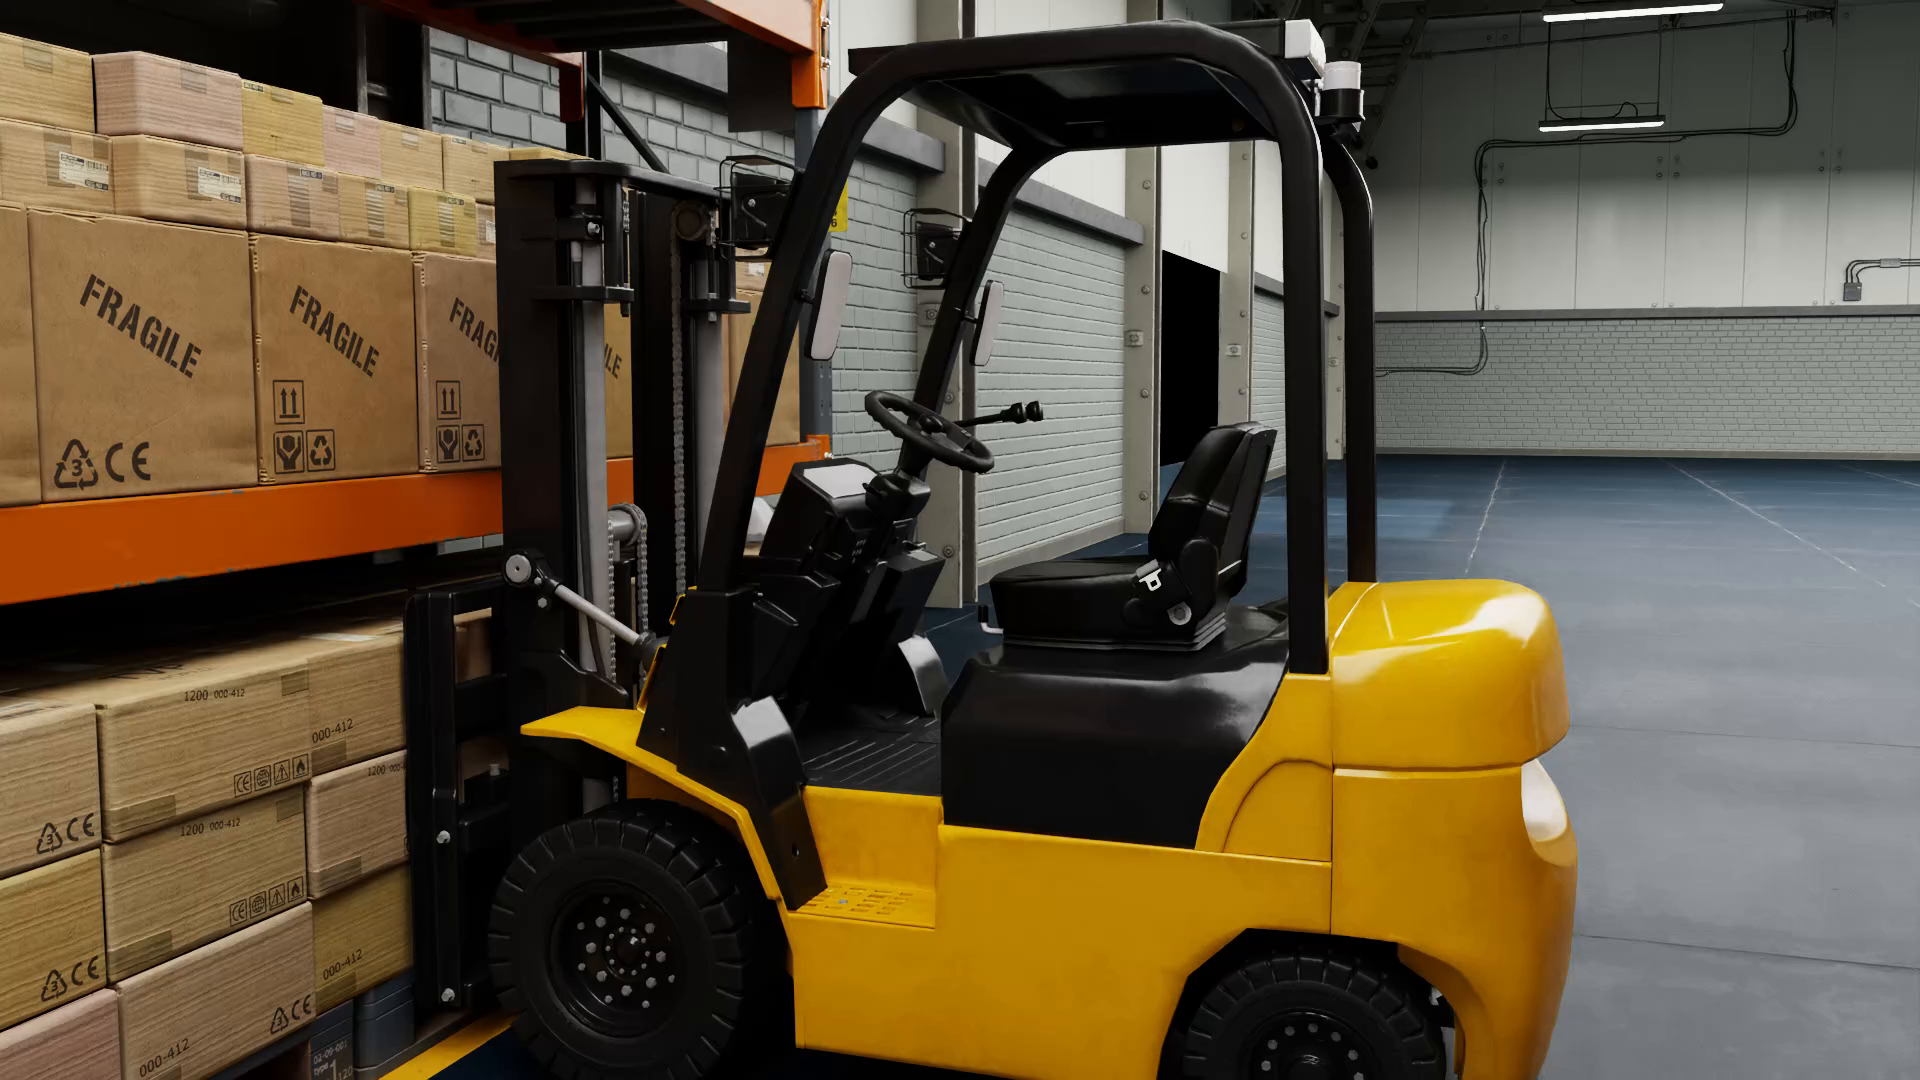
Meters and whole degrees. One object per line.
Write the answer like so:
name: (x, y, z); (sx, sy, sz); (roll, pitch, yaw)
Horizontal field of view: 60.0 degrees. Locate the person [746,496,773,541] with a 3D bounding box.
person: (-1.219, 0.153, 7.281); (0.849, 1.358, 0.417); (0, 5, 5)
